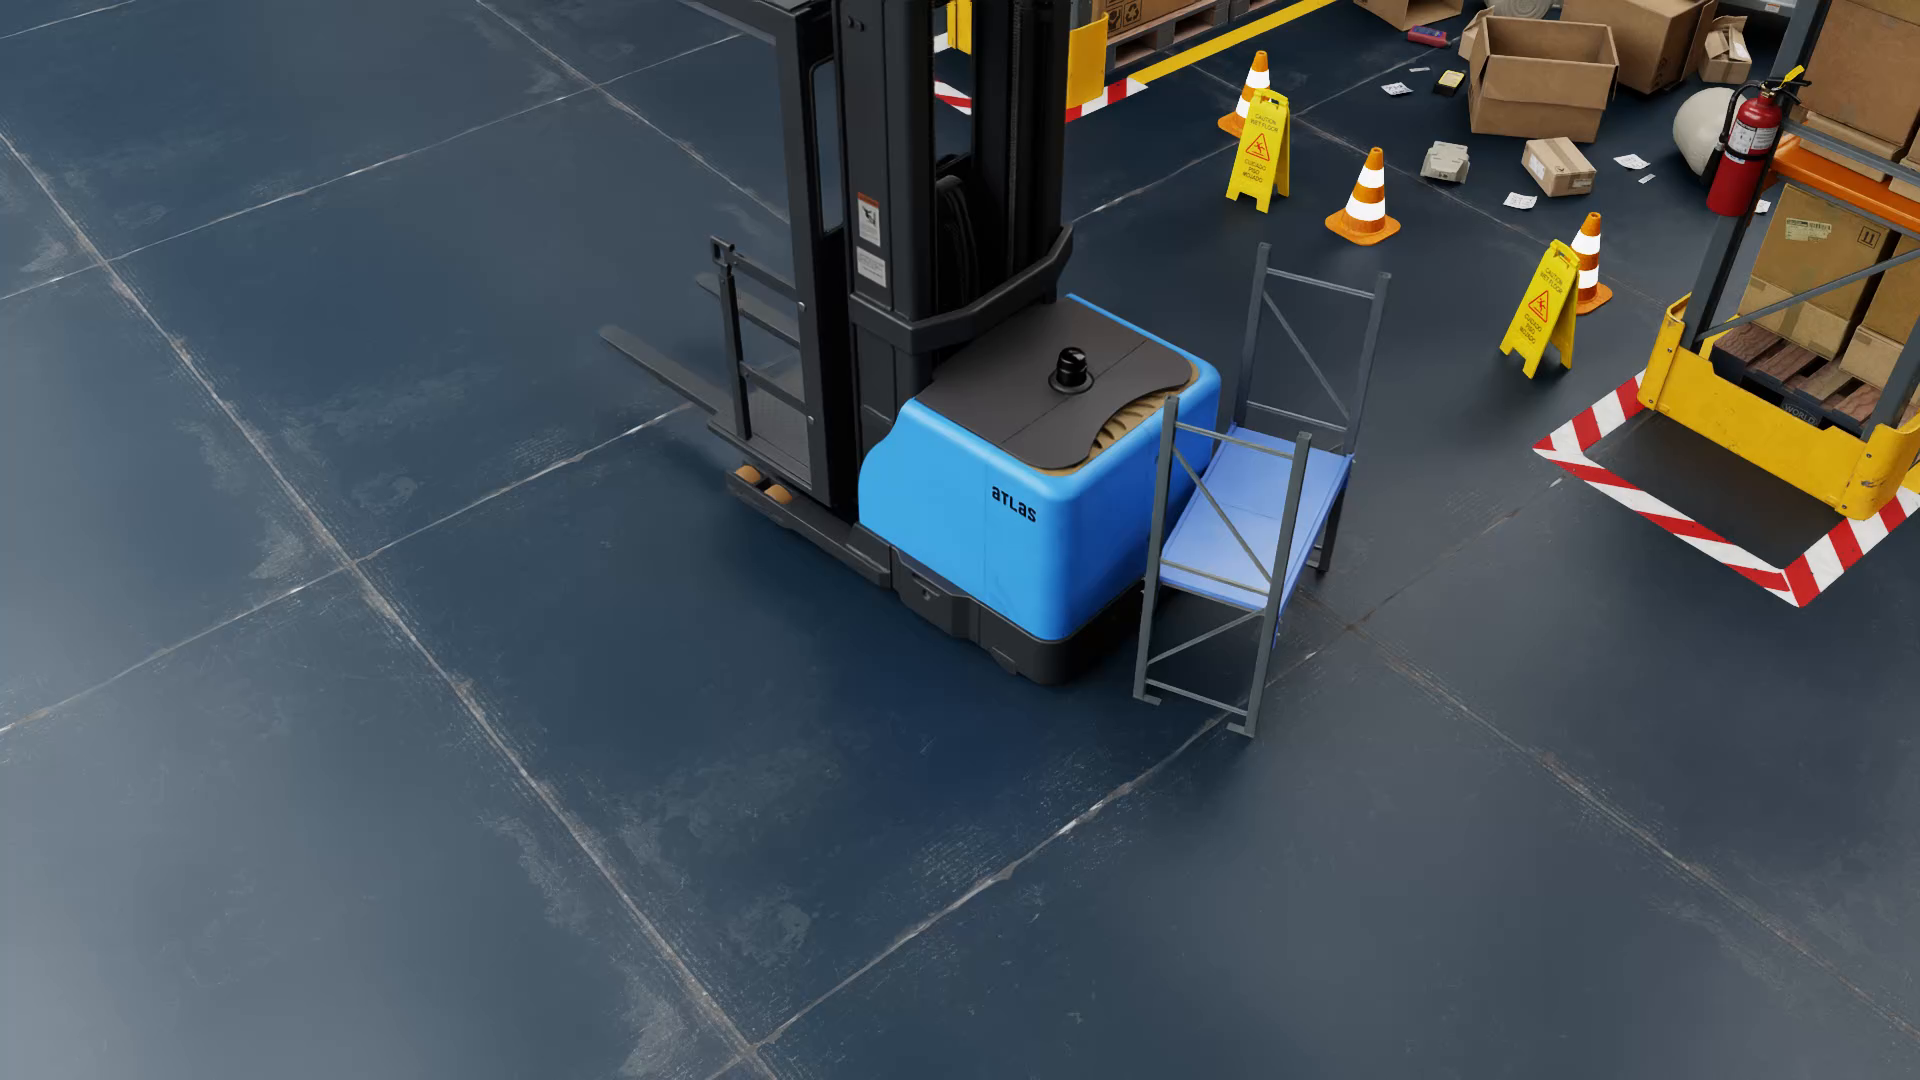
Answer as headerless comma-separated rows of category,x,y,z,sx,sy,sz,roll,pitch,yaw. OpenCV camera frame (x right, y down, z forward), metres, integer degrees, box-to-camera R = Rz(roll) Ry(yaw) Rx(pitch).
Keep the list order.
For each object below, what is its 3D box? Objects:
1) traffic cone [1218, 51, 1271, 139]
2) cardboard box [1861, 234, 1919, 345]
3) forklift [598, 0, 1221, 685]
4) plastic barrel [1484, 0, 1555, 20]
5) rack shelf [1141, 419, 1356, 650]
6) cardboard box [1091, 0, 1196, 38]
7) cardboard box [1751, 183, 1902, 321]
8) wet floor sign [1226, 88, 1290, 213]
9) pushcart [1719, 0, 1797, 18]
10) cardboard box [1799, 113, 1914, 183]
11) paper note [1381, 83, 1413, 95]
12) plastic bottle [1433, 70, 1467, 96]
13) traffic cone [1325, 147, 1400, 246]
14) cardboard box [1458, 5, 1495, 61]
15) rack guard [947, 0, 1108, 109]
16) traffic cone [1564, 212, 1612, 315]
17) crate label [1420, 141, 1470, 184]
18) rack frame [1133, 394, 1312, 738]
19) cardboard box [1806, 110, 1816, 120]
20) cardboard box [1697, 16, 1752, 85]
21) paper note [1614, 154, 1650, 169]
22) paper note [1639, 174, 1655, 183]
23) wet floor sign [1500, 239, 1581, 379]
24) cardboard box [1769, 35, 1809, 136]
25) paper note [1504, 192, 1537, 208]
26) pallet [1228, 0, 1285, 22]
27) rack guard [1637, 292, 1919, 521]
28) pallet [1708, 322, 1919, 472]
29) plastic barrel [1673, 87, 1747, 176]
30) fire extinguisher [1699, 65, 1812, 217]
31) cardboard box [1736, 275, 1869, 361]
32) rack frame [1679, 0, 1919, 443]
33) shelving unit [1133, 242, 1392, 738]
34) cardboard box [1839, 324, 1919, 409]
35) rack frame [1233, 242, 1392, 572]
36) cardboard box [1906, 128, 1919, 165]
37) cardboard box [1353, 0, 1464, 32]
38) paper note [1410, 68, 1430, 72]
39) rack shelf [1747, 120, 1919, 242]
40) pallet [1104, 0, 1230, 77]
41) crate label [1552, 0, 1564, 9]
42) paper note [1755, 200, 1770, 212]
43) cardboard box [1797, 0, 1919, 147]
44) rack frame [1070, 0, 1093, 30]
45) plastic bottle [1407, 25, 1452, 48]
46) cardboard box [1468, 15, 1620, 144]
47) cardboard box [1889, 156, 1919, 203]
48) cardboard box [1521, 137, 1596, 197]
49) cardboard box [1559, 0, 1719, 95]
traffic cone,1.733,-2.627,9.709,0.334,0.463,0.336,-30,51,-28
cardboard box,4.482,-1.153,7.441,0.500,0.500,0.500,-32,52,-29
forklift,-0.403,-1.381,6.579,3.031,2.935,1.130,32,52,30
plastic barrel,3.596,-3.578,10.751,0.421,0.421,0.512,0,43,0
rack shelf,1.134,-0.046,6.466,0.538,0.185,1.000,18,46,18
cardboard box,0.892,-3.775,10.324,0.875,0.875,0.875,-29,51,-28
cardboard box,4.115,-1.422,7.727,0.500,0.500,0.500,-29,51,-28
wet floor sign,1.662,-2.154,9.072,0.267,0.644,0.232,30,51,28
pushcart,5.235,-3.486,10.686,1.648,0.377,0.936,22,47,21
cardboard box,3.817,-1.694,7.046,0.250,0.149,0.380,-28,50,-27
paper note,2.674,-2.760,10.168,0.142,0.017,0.144,-14,45,-14
plastic bottle,3.015,-2.821,10.209,0.133,0.061,0.283,22,47,21
traffic cone,2.197,-1.884,8.918,0.334,0.463,0.336,-30,51,-28
cardboard box,3.346,-3.102,10.359,0.258,0.266,0.396,-21,47,-21
rack guard,0.396,-3.143,10.231,0.348,0.500,1.175,-30,51,-28
traffic cone,3.170,-1.451,8.457,0.334,0.463,0.336,-30,51,-28
crate label,2.760,-2.144,9.432,0.250,0.136,0.298,14,45,15
rack frame,0.917,0.138,6.007,0.500,1.500,0.032,18,46,18
cardboard box,3.940,-1.864,7.227,0.250,0.149,0.380,-30,51,-28
cardboard box,4.734,-3.039,10.292,0.258,0.266,0.396,7,44,7
paper note,3.863,-2.178,9.555,0.142,0.019,0.148,-14,45,-14
paper note,3.894,-2.048,9.424,0.123,0.001,0.032,-30,51,-28
wet floor sign,2.835,-1.130,7.981,0.232,0.644,0.267,-14,45,-14
cardboard box,5.041,-2.600,9.651,0.500,0.500,0.500,0,43,0
paper note,3.116,-1.888,9.237,0.148,0.019,0.142,22,47,21
pallet,1.913,-3.973,11.326,1.213,0.211,1.003,-30,51,-28
rack guard,3.726,-0.632,7.557,0.348,0.500,1.175,-30,51,-28
pallet,4.372,-0.865,8.016,1.213,0.211,1.003,-30,51,-28
plastic barrel,4.281,-2.272,9.360,0.421,0.421,0.512,0,43,0
fire extinguisher,3.284,-1.673,6.897,0.183,0.674,0.296,-30,51,-28
cardboard box,4.133,-1.167,8.003,0.500,0.250,0.500,-30,51,-28
rack frame,3.668,-1.509,6.666,0.127,3.000,1.000,-30,51,-28
shelving unit,1.134,-0.177,6.343,0.538,1.500,1.048,18,46,18
cardboard box,4.464,-0.869,7.686,0.500,0.250,0.500,-30,51,-28
rack frame,1.351,-0.492,6.678,0.500,1.500,0.032,18,46,18
cardboard box,4.209,-1.717,6.596,0.500,0.500,0.500,-31,51,-28
cardboard box,2.950,-3.690,10.812,0.500,0.500,0.500,-21,47,-21
paper note,2.866,-2.932,10.365,0.123,0.001,0.032,-7,44,-7
rack shelf,5.202,-2.126,7.848,4.000,0.370,1.077,-30,51,-28
pallet,0.977,-3.440,10.759,1.213,0.211,1.003,-30,51,-28
crate label,3.997,-3.643,11.029,0.298,0.136,0.250,7,44,7
paper note,4.405,-1.862,9.210,0.142,0.019,0.148,22,47,21
cardboard box,3.907,-2.037,6.938,0.500,0.500,0.500,-31,51,-29
rack frame,0.414,-4.064,9.386,0.127,3.000,1.000,-30,51,-28
plastic bottle,3.014,-3.212,10.625,0.283,0.061,0.133,22,47,21
cardboard box,3.391,-2.700,9.758,0.797,0.503,0.637,7,44,7
cardboard box,4.061,-1.458,6.795,0.250,0.149,0.380,-30,51,-28
cardboard box,3.376,-2.106,9.384,0.250,0.149,0.380,-7,44,-7
cardboard box,4.103,-3.165,10.153,0.503,0.637,0.797,-30,51,-28
